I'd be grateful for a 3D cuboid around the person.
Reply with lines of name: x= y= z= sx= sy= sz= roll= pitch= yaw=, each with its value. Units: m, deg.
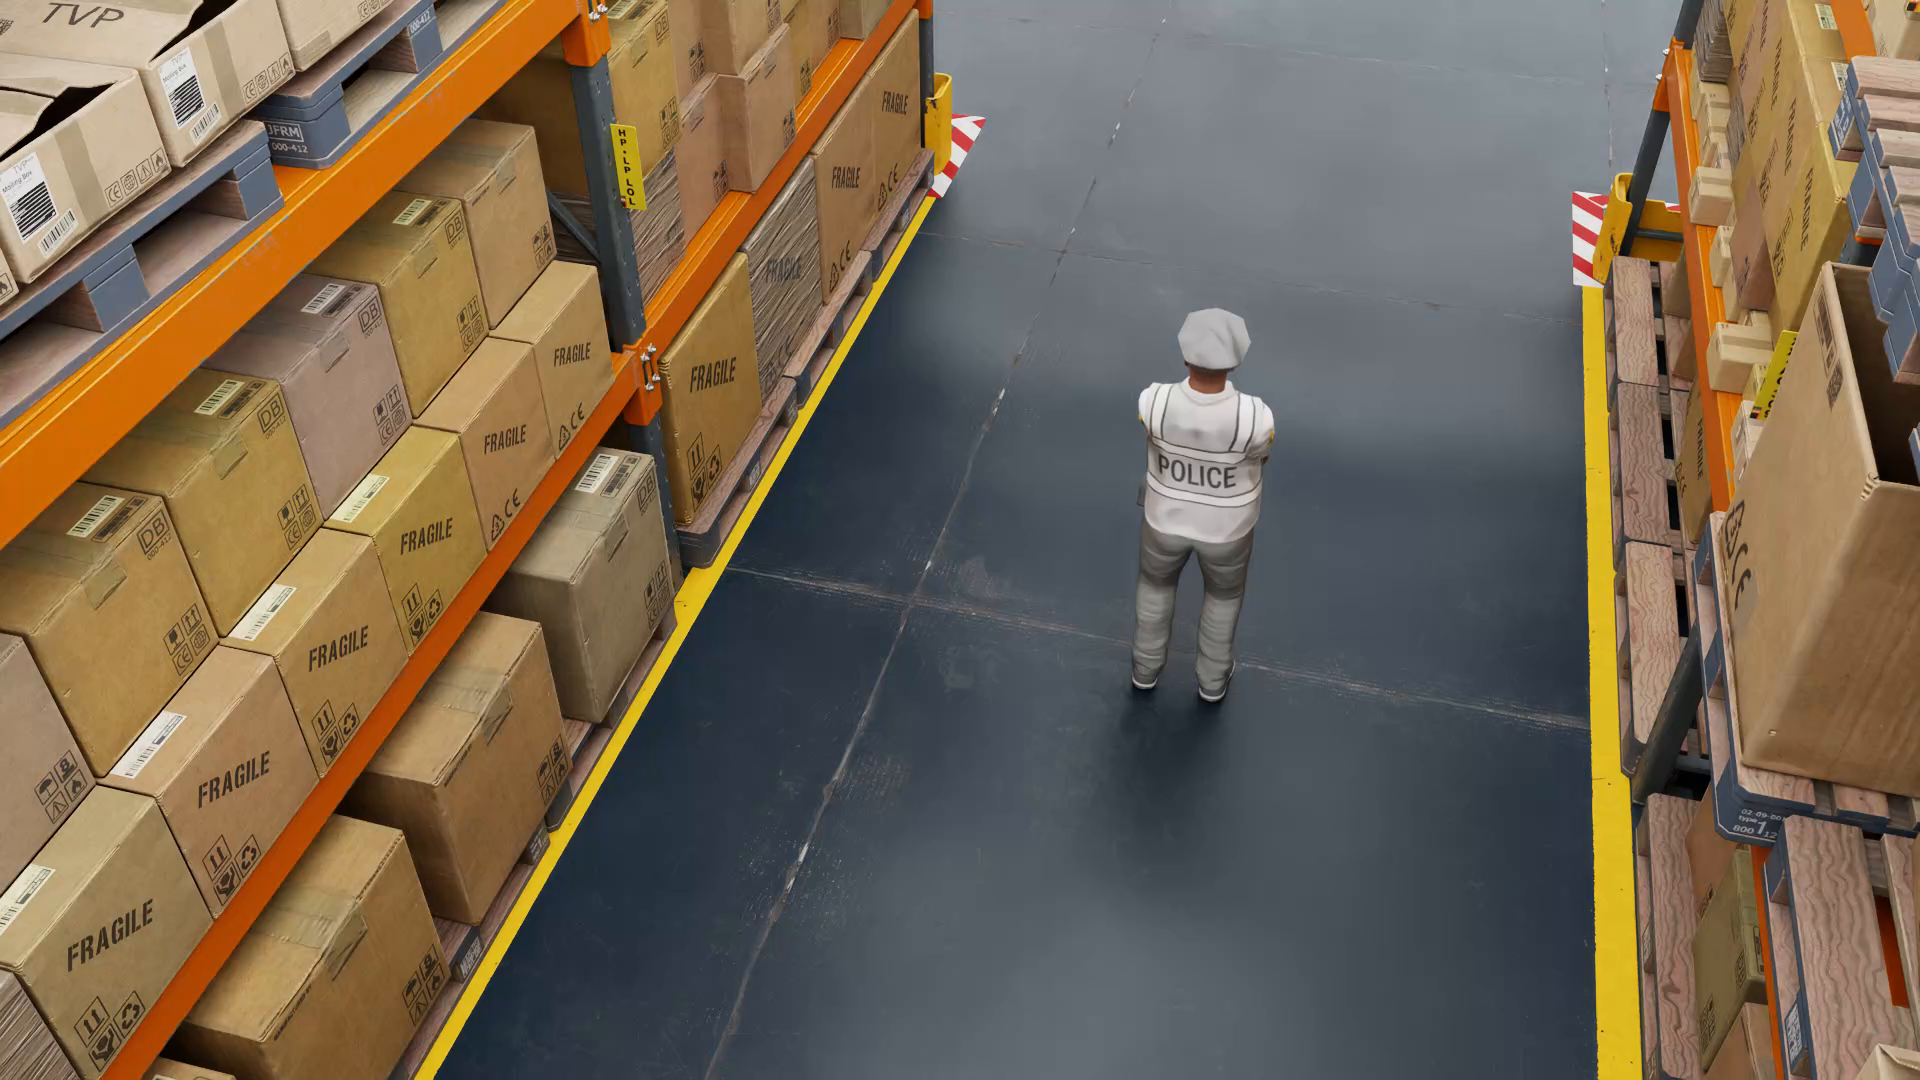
person: x=0.910 y=-0.158 z=6.324 sx=0.493 sy=1.770 sz=0.558 roll=10 pitch=42 yaw=12
